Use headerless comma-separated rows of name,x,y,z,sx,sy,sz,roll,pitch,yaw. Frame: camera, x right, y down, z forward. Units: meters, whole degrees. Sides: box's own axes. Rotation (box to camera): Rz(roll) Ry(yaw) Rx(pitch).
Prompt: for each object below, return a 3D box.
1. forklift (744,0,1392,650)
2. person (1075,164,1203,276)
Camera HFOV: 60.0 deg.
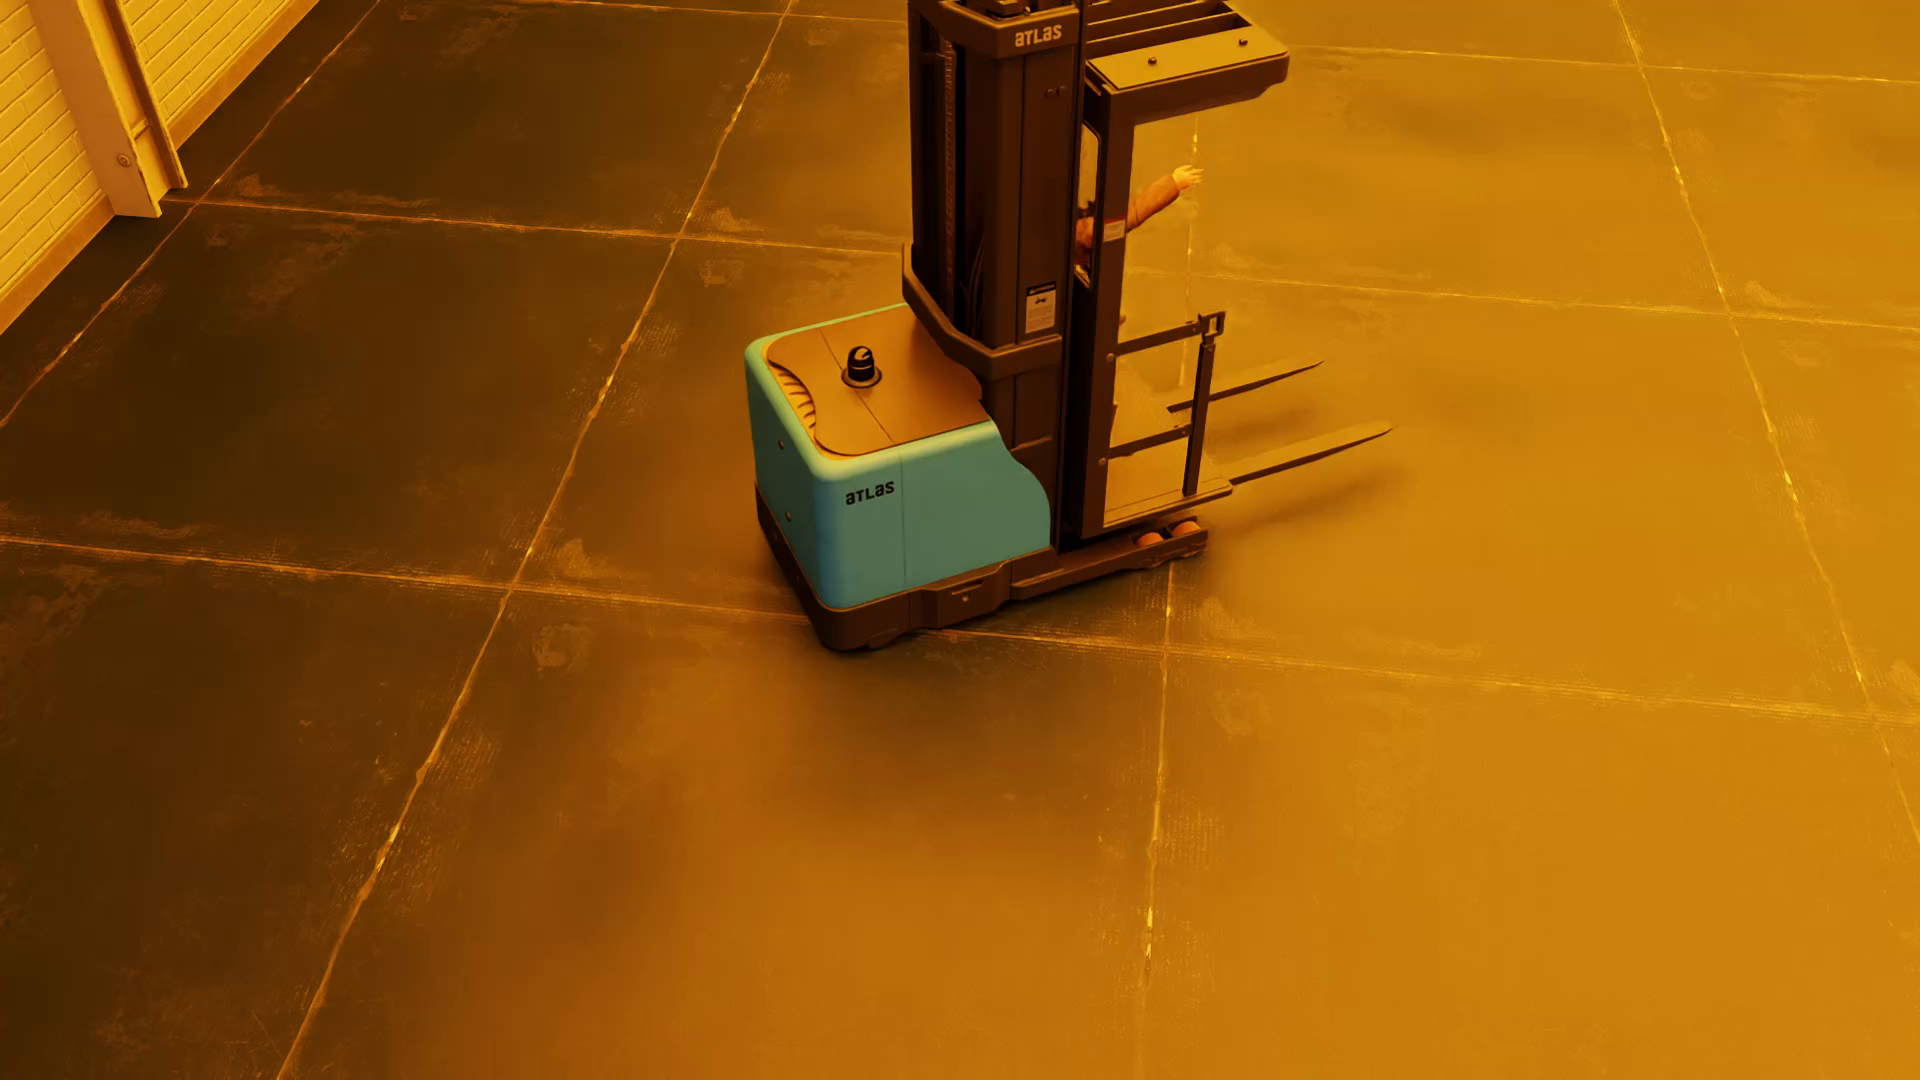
forklift,0.606,-1.260,7.096,3.031,2.935,1.130,-17,45,-17
person,0.581,-1.283,8.031,1.107,1.640,0.677,3,43,3
